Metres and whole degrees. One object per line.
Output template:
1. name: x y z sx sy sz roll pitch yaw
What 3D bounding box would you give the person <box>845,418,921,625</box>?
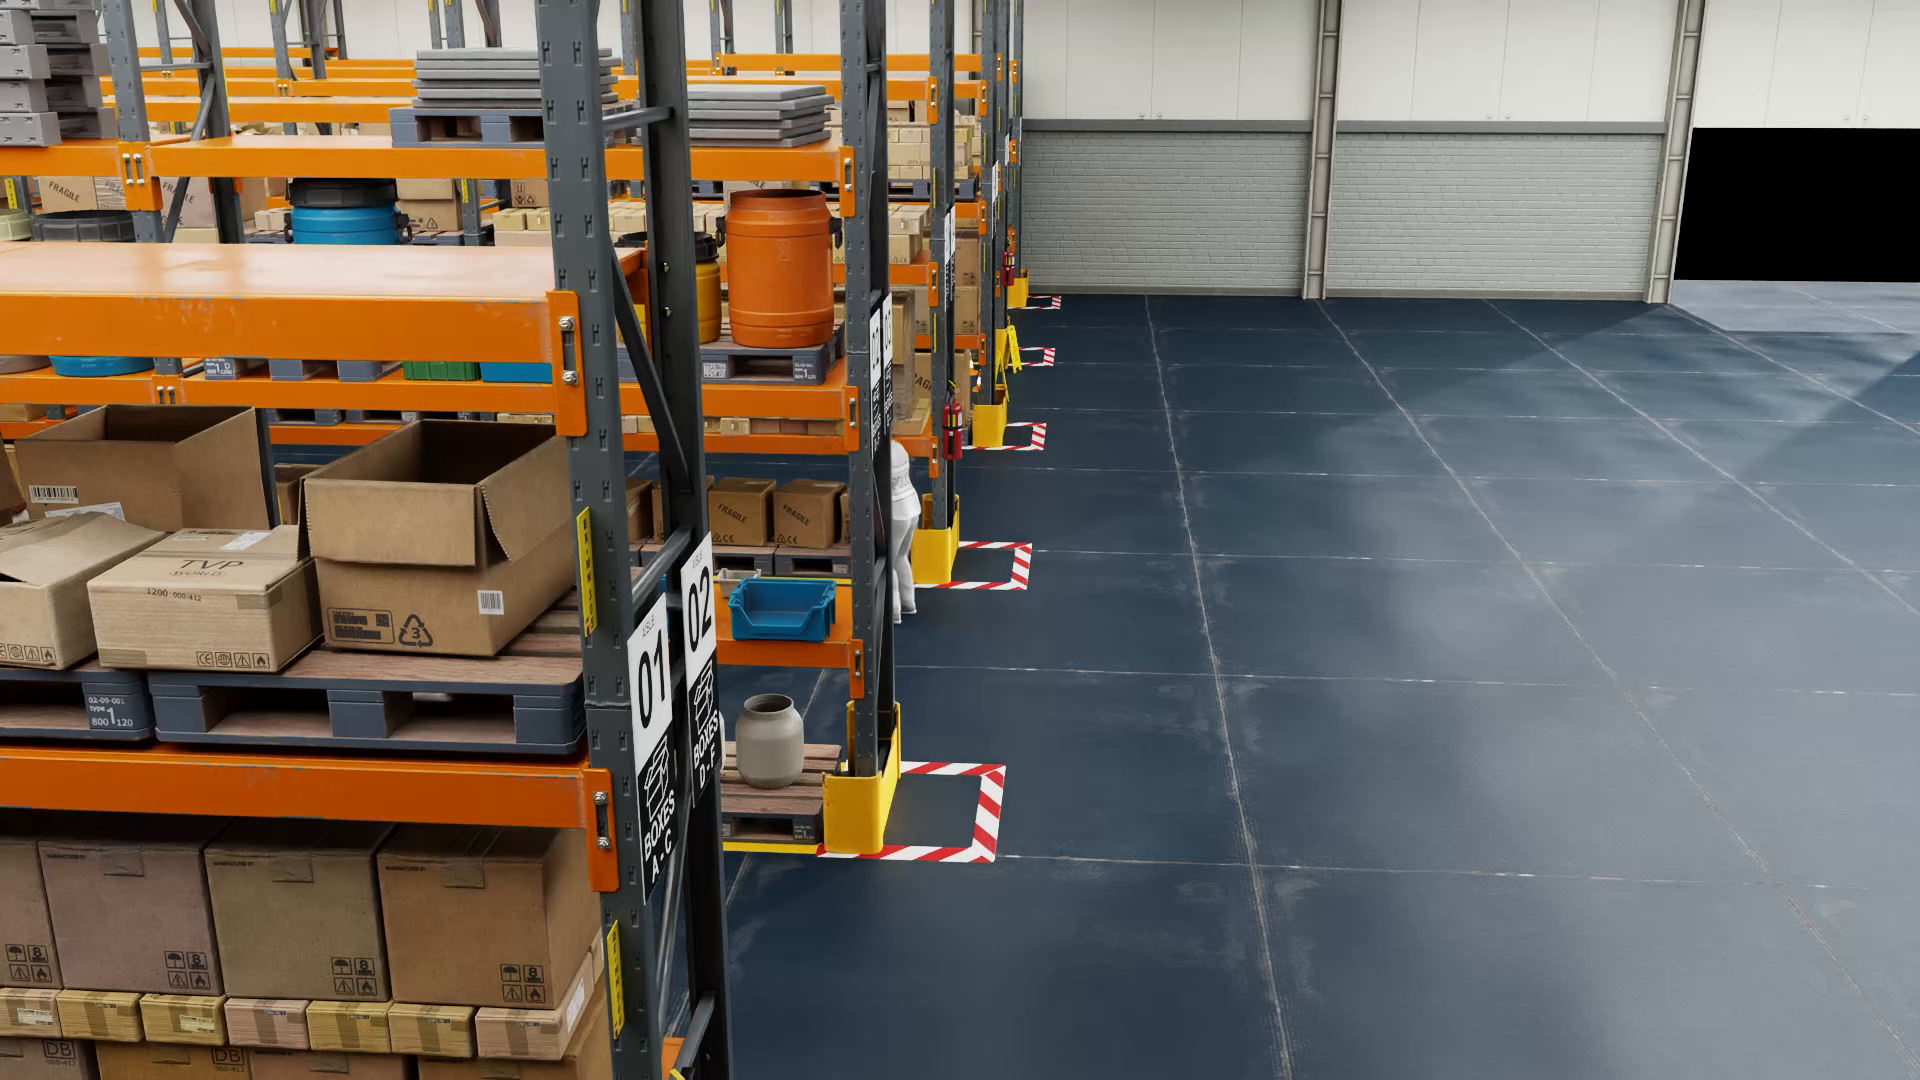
1. person: -0.636 -0.189 13.652 0.593 1.754 0.485 8 19 23
